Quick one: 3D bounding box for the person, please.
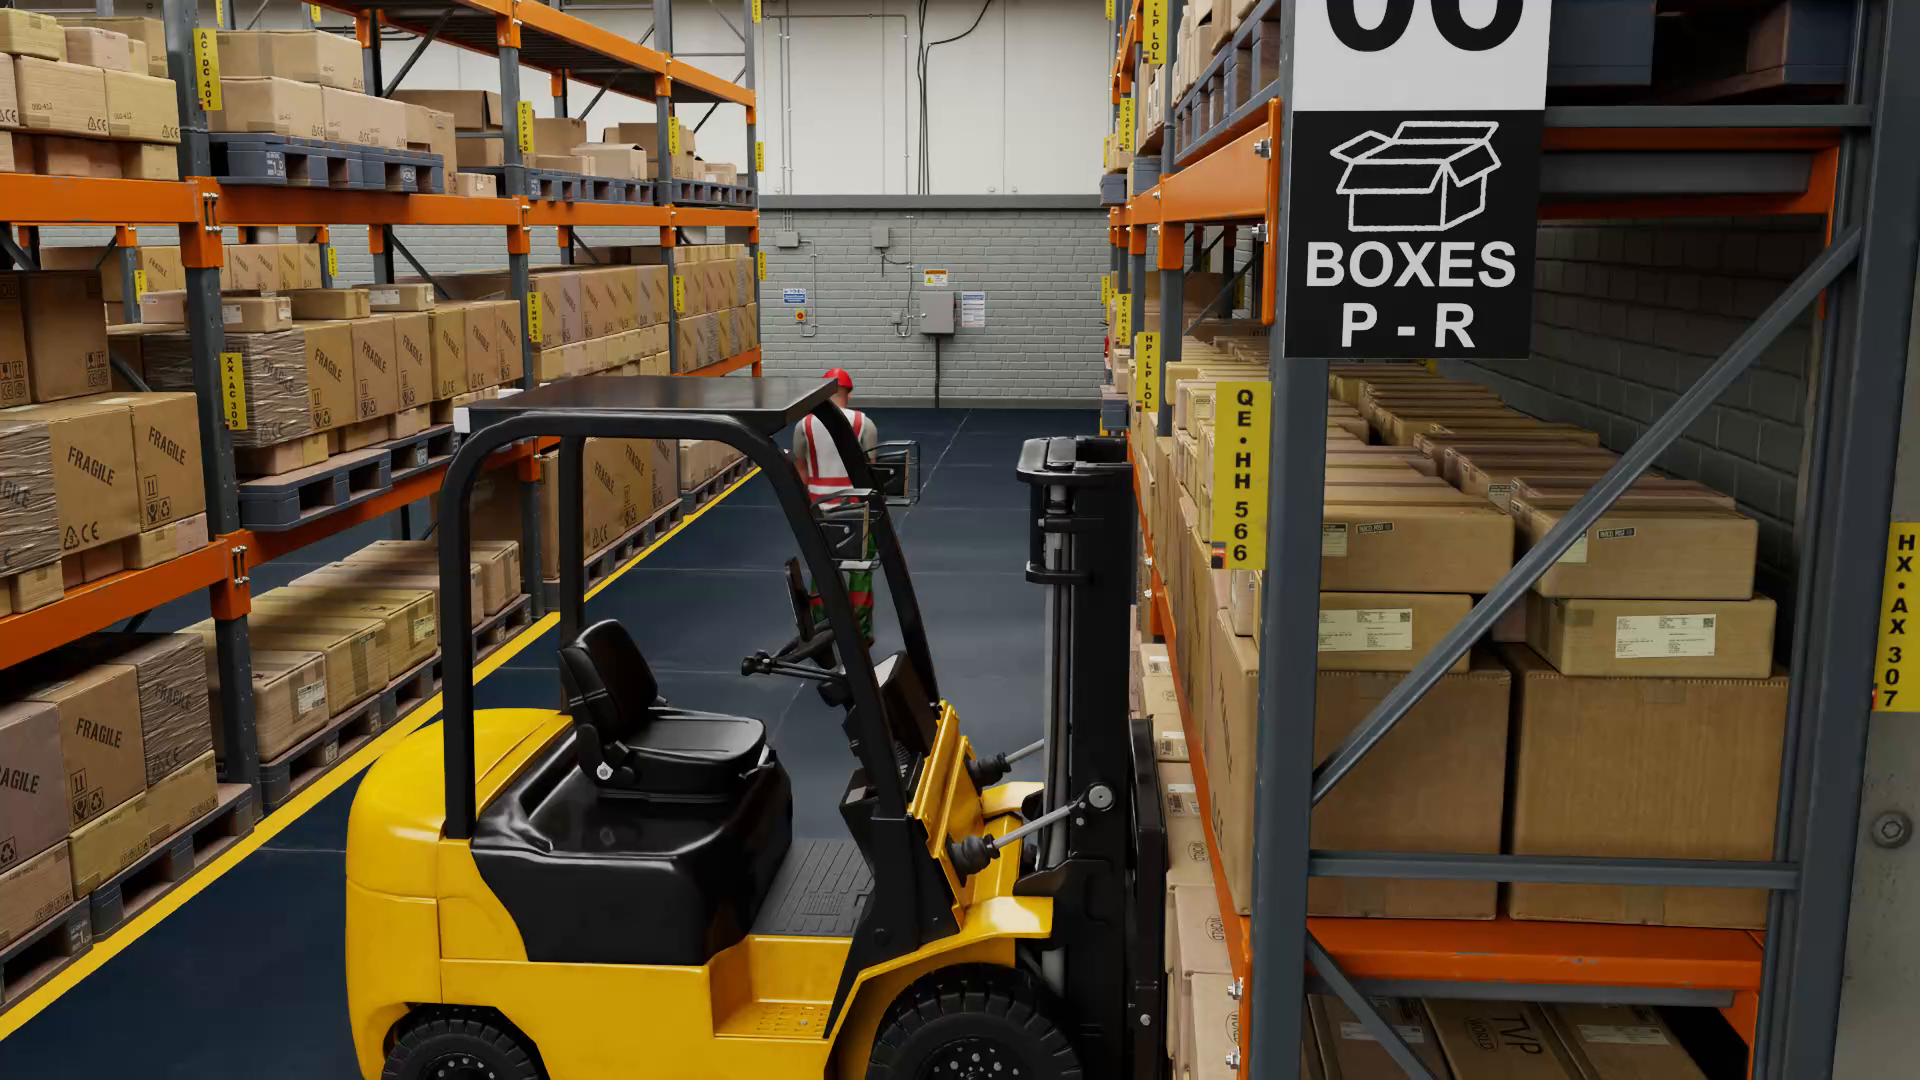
[{"bbox_3d":[-0.772,-0.196,10.478,0.535,1.764,0.400,1,11,5],"label":"person"}]
